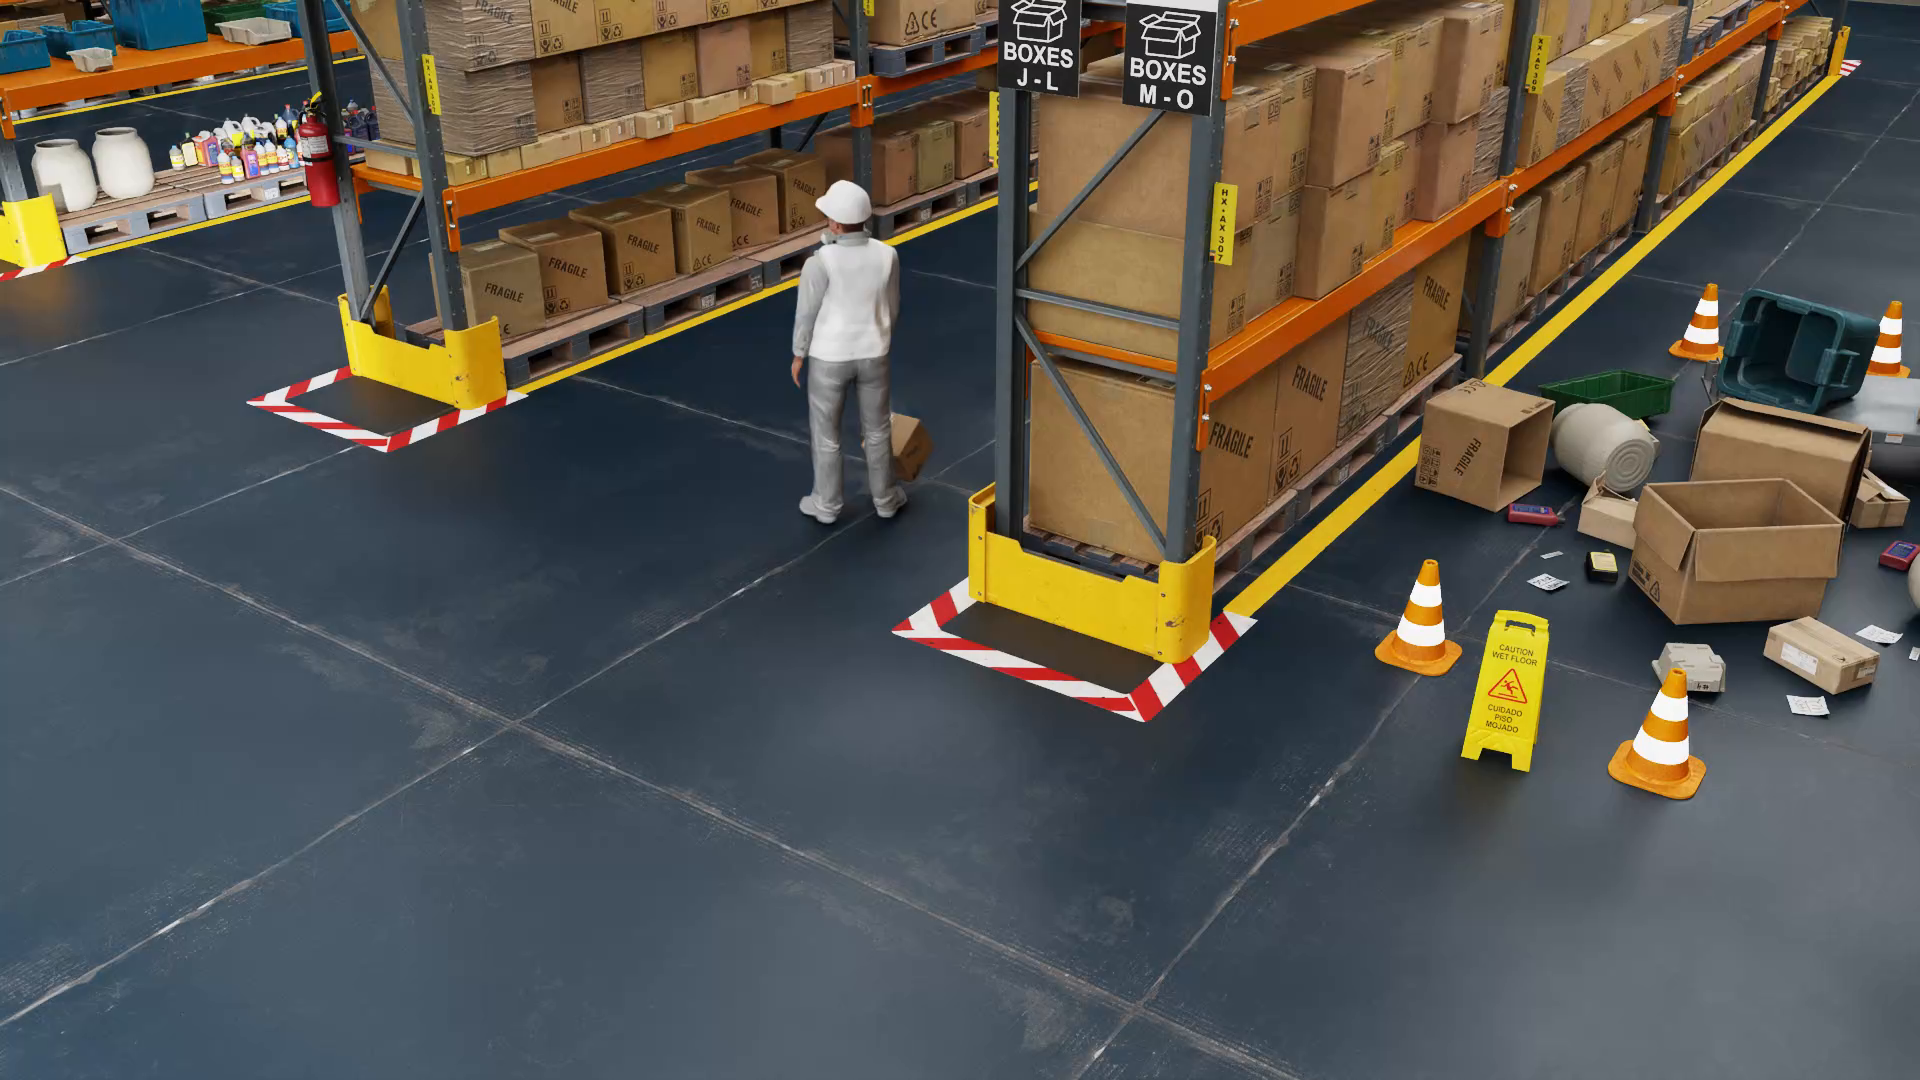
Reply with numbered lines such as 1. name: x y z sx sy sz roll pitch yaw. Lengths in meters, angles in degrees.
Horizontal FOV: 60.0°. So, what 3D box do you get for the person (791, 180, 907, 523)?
1. person: -0.561 -0.949 8.422 0.612 1.782 0.382 -12 29 -23
